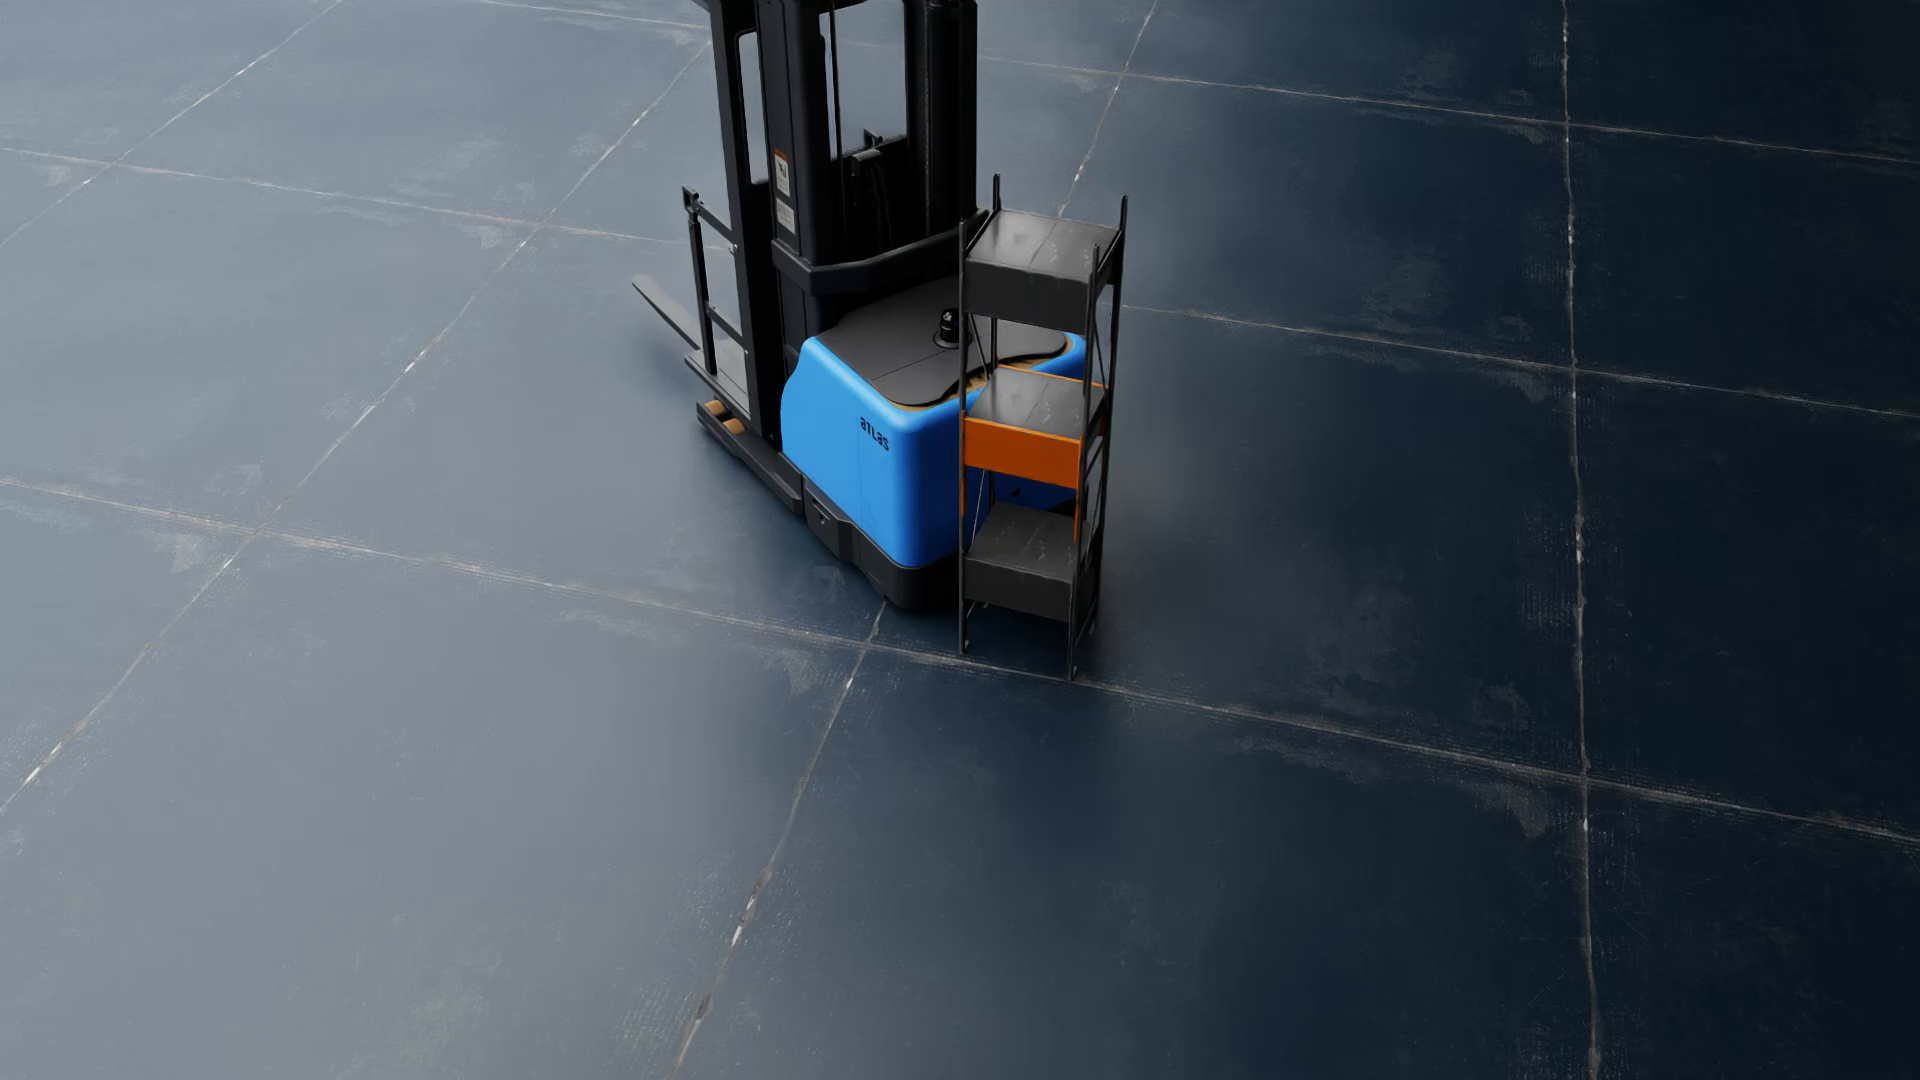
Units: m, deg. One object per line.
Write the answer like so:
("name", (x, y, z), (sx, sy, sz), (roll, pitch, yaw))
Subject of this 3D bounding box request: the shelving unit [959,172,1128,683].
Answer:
("shelving unit", (0.302, -0.374, 6.588), (0.503, 2.100, 0.431), (13, 42, 15))

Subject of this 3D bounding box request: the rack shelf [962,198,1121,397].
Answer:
("rack shelf", (0.302, -0.900, 6.146), (0.480, 0.518, 0.431), (13, 42, 15))

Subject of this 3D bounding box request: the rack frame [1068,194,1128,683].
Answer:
("rack frame", (0.531, -0.321, 6.524), (0.015, 2.100, 0.400), (13, 42, 15))

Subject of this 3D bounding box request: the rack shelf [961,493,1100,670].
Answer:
("rack shelf", (0.302, 0.172, 7.047), (0.480, 0.518, 0.431), (13, 42, 15))

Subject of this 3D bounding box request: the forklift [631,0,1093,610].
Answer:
("forklift", (-0.670, -1.722, 7.545), (1.130, 2.935, 3.031), (-24, 46, -26))

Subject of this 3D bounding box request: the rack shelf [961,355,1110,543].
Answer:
("rack shelf", (0.302, -0.364, 6.596), (0.480, 0.518, 0.431), (13, 42, 15))

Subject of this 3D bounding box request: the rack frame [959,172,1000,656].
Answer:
("rack frame", (0.072, -0.428, 6.651), (0.015, 2.100, 0.400), (13, 42, 15))
